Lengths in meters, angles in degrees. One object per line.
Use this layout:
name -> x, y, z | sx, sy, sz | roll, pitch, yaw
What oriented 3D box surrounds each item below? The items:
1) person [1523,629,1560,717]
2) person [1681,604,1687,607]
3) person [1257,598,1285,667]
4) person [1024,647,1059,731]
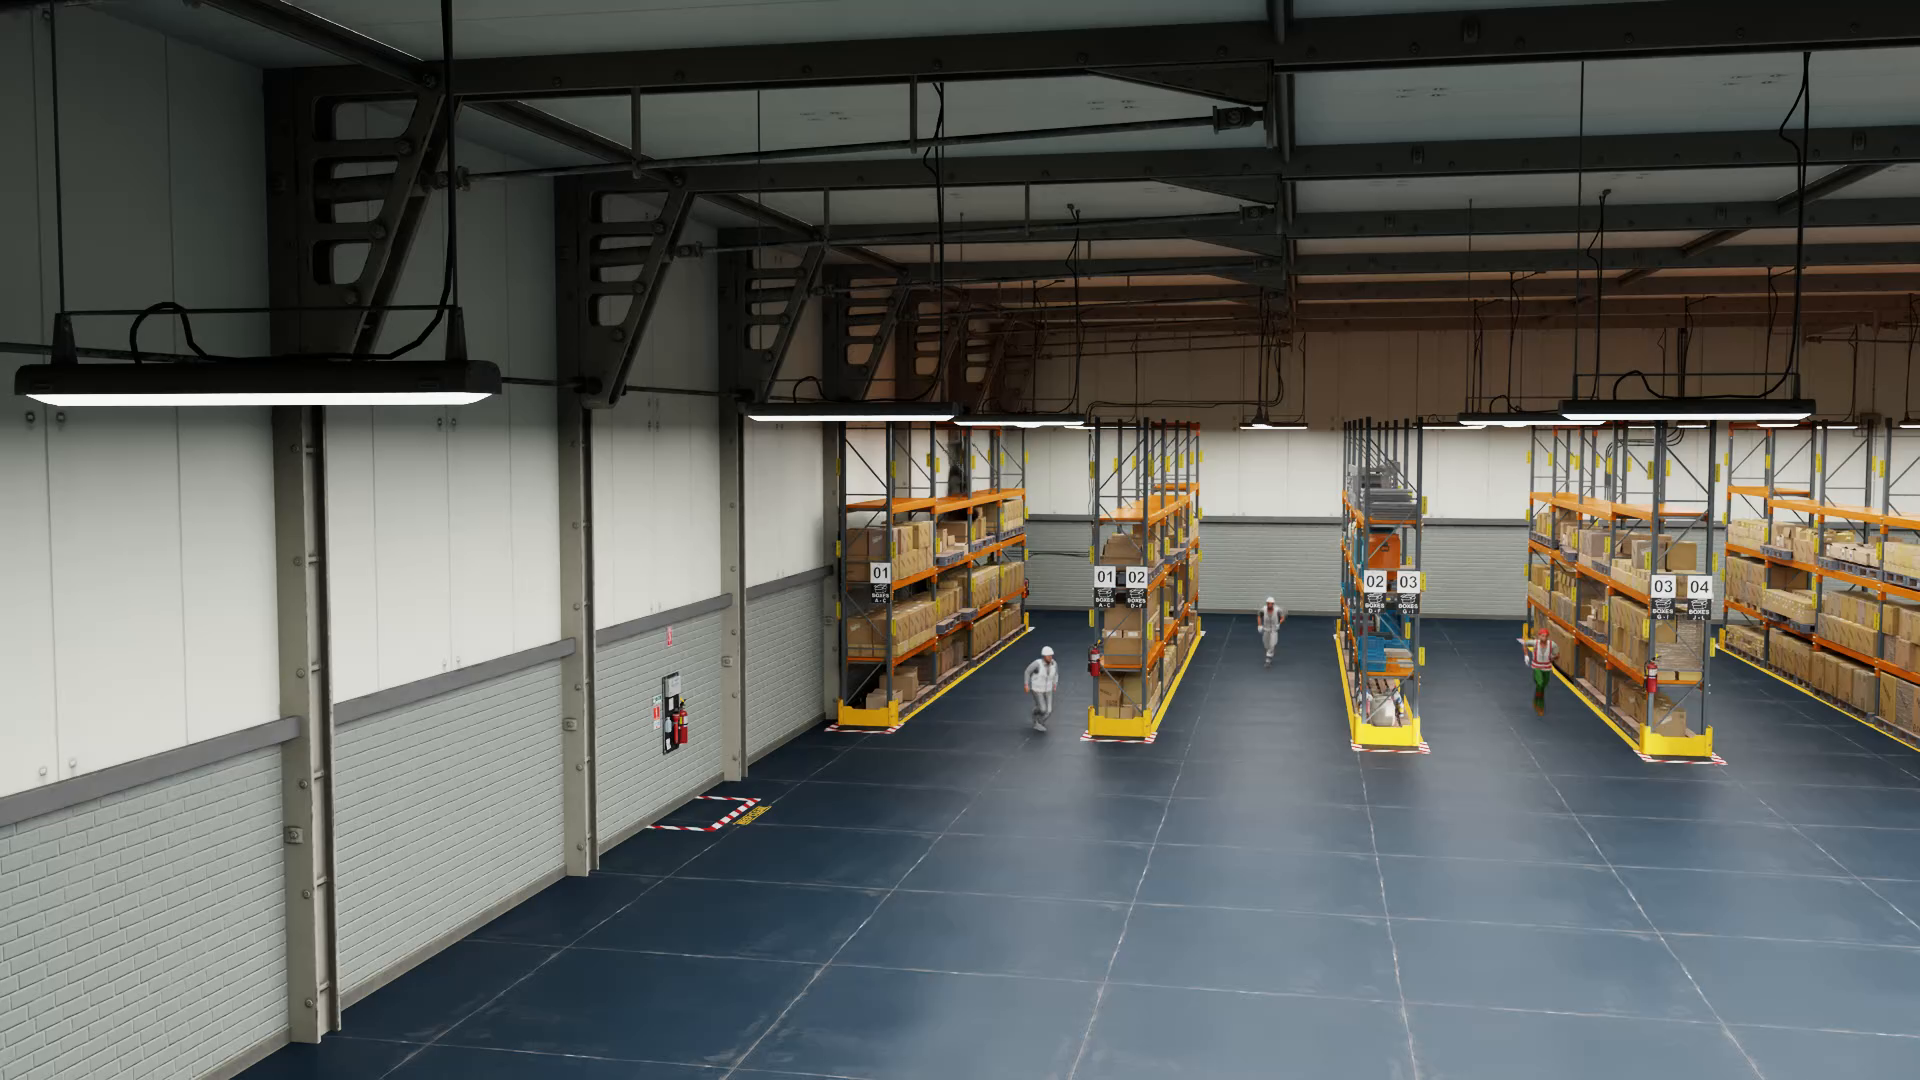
person -> 11.801, 2.660, 33.779 | 0.650, 1.785, 0.975 | 0, 4, 3
person -> 19.398, 1.972, 44.405 | 0.724, 1.767, 0.852 | 2, 4, 31
person -> 7.626, 2.242, 40.797 | 0.656, 1.717, 0.853 | 1, 4, 10
person -> 1.564, 2.838, 31.730 | 0.665, 1.654, 0.729 | -2, 4, -23
